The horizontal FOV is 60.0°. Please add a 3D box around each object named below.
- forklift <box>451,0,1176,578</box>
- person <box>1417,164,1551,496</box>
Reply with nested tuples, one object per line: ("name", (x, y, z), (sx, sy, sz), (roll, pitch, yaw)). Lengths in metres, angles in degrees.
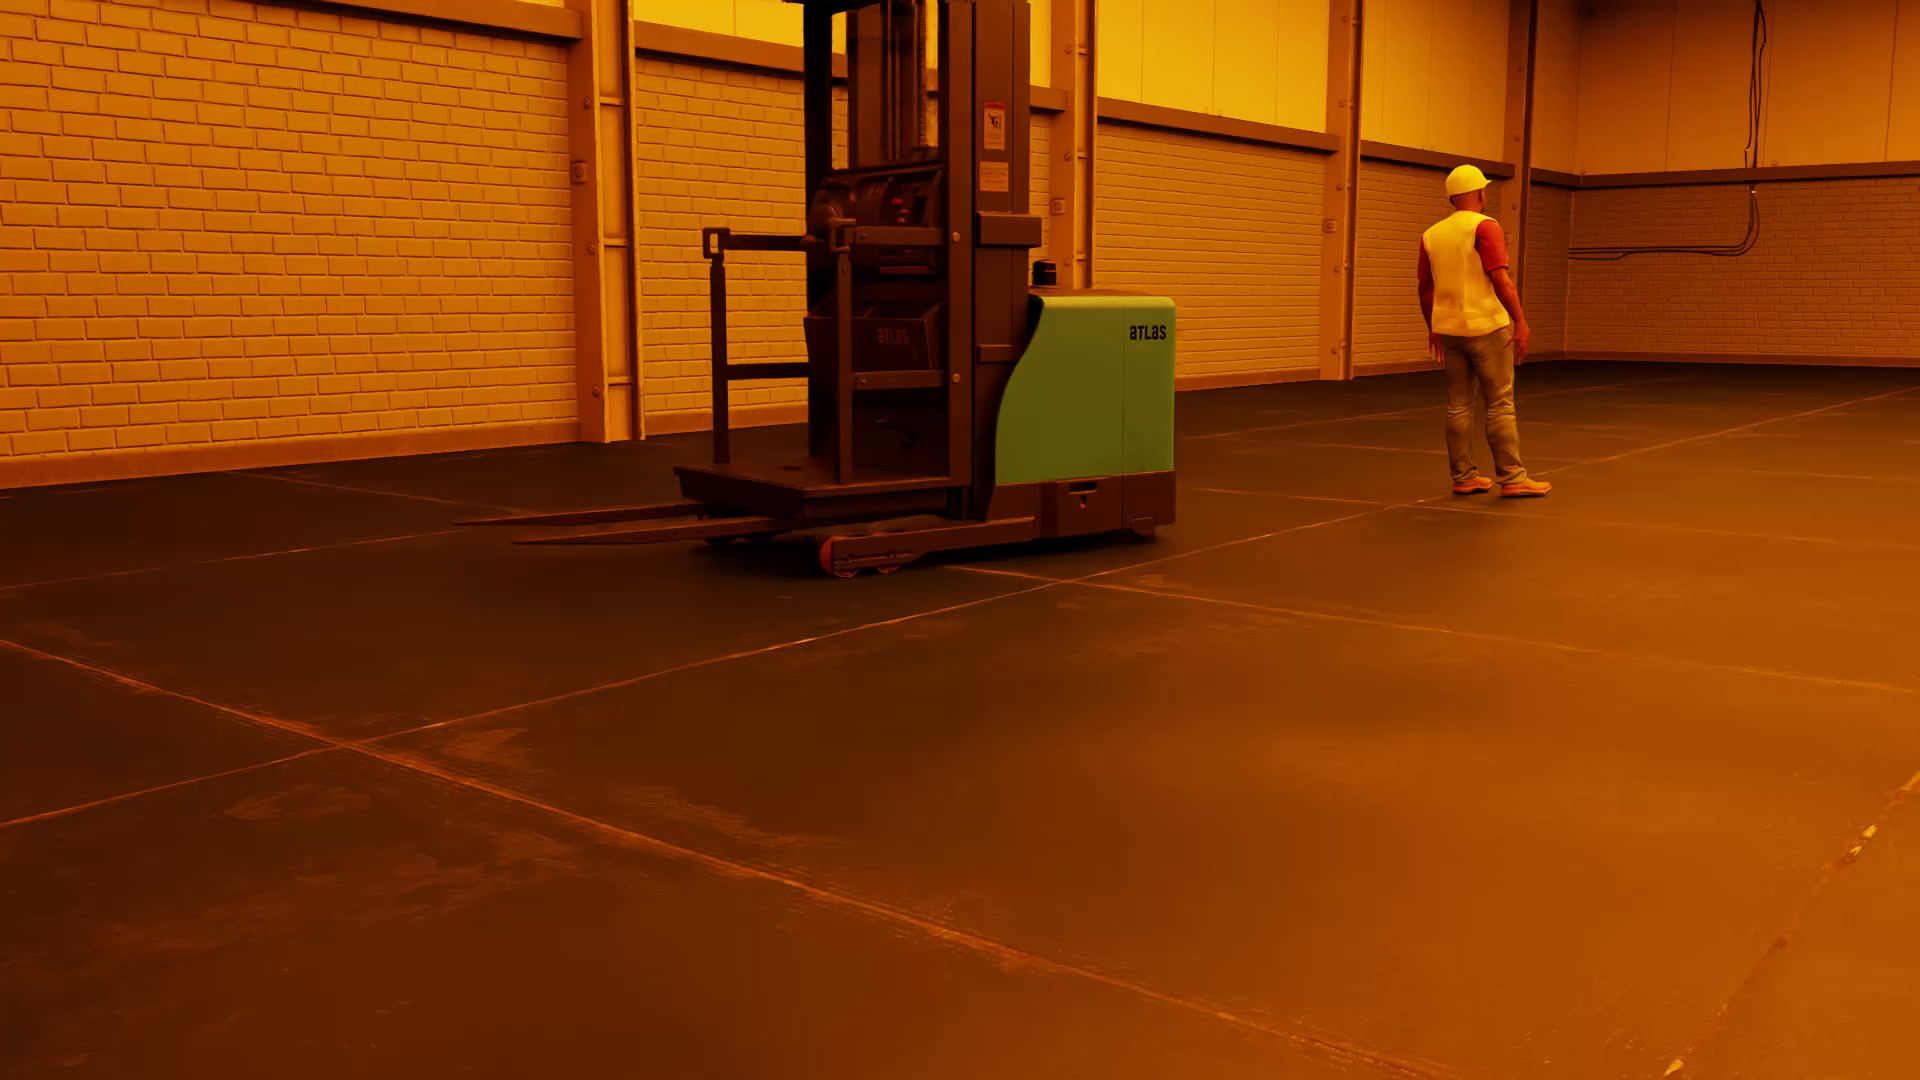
("forklift", (-0.524, -1.389, 6.774), (3.031, 2.935, 1.130), (-6, 10, -36))
("person", (2.839, -1.140, 9.047), (0.577, 1.765, 0.666), (-5, 10, -30))
